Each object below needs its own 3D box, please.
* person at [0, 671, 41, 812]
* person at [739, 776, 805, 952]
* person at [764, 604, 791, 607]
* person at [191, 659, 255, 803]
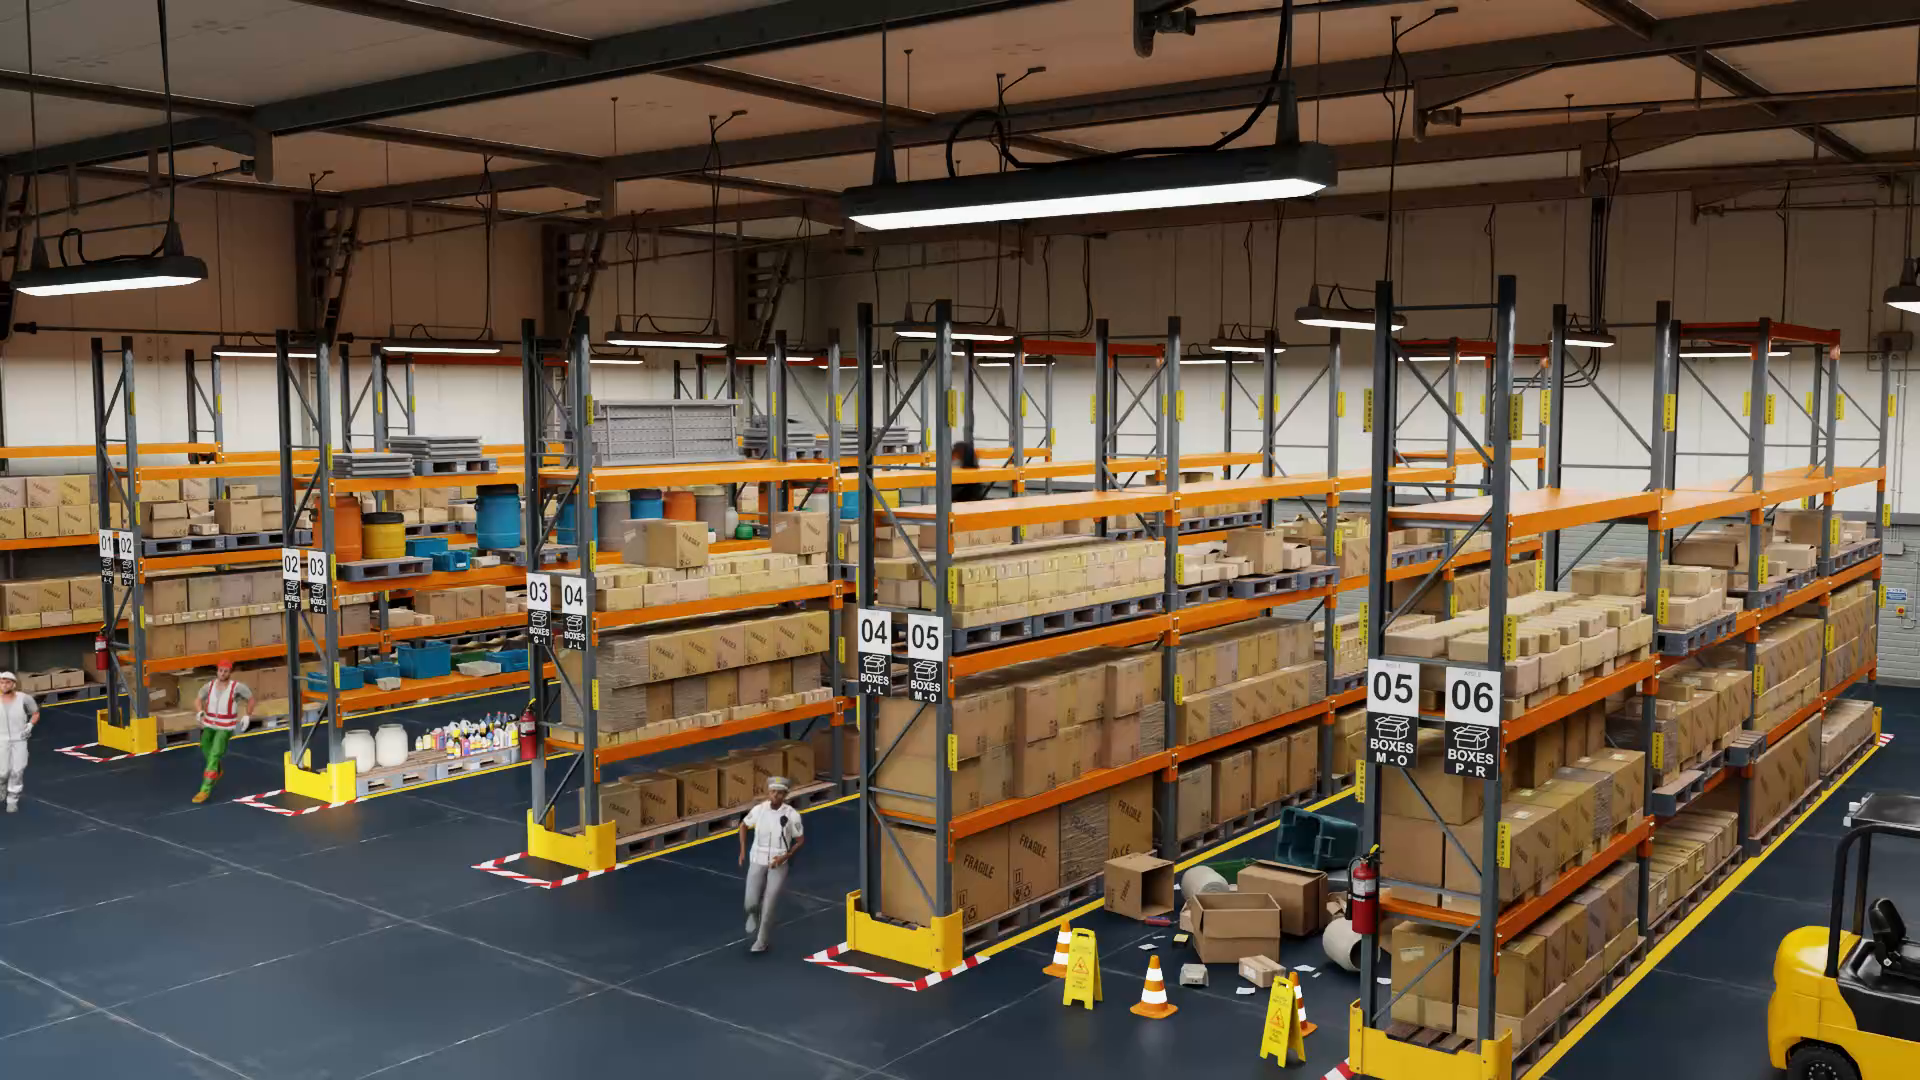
[{"bbox_3d":[-11.784,2.500,20.667,0.643,1.751,0.628,-2,6,-26],"label":"person"},{"bbox_3d":[-1.767,3.004,15.504,0.611,1.638,0.514,0,5,1],"label":"person"},{"bbox_3d":[-3.538,1.531,31.939,0.709,1.737,0.640,2,6,26],"label":"person"},{"bbox_3d":[-9.502,2.411,21.371,0.717,1.755,0.985,0,5,1],"label":"person"}]
